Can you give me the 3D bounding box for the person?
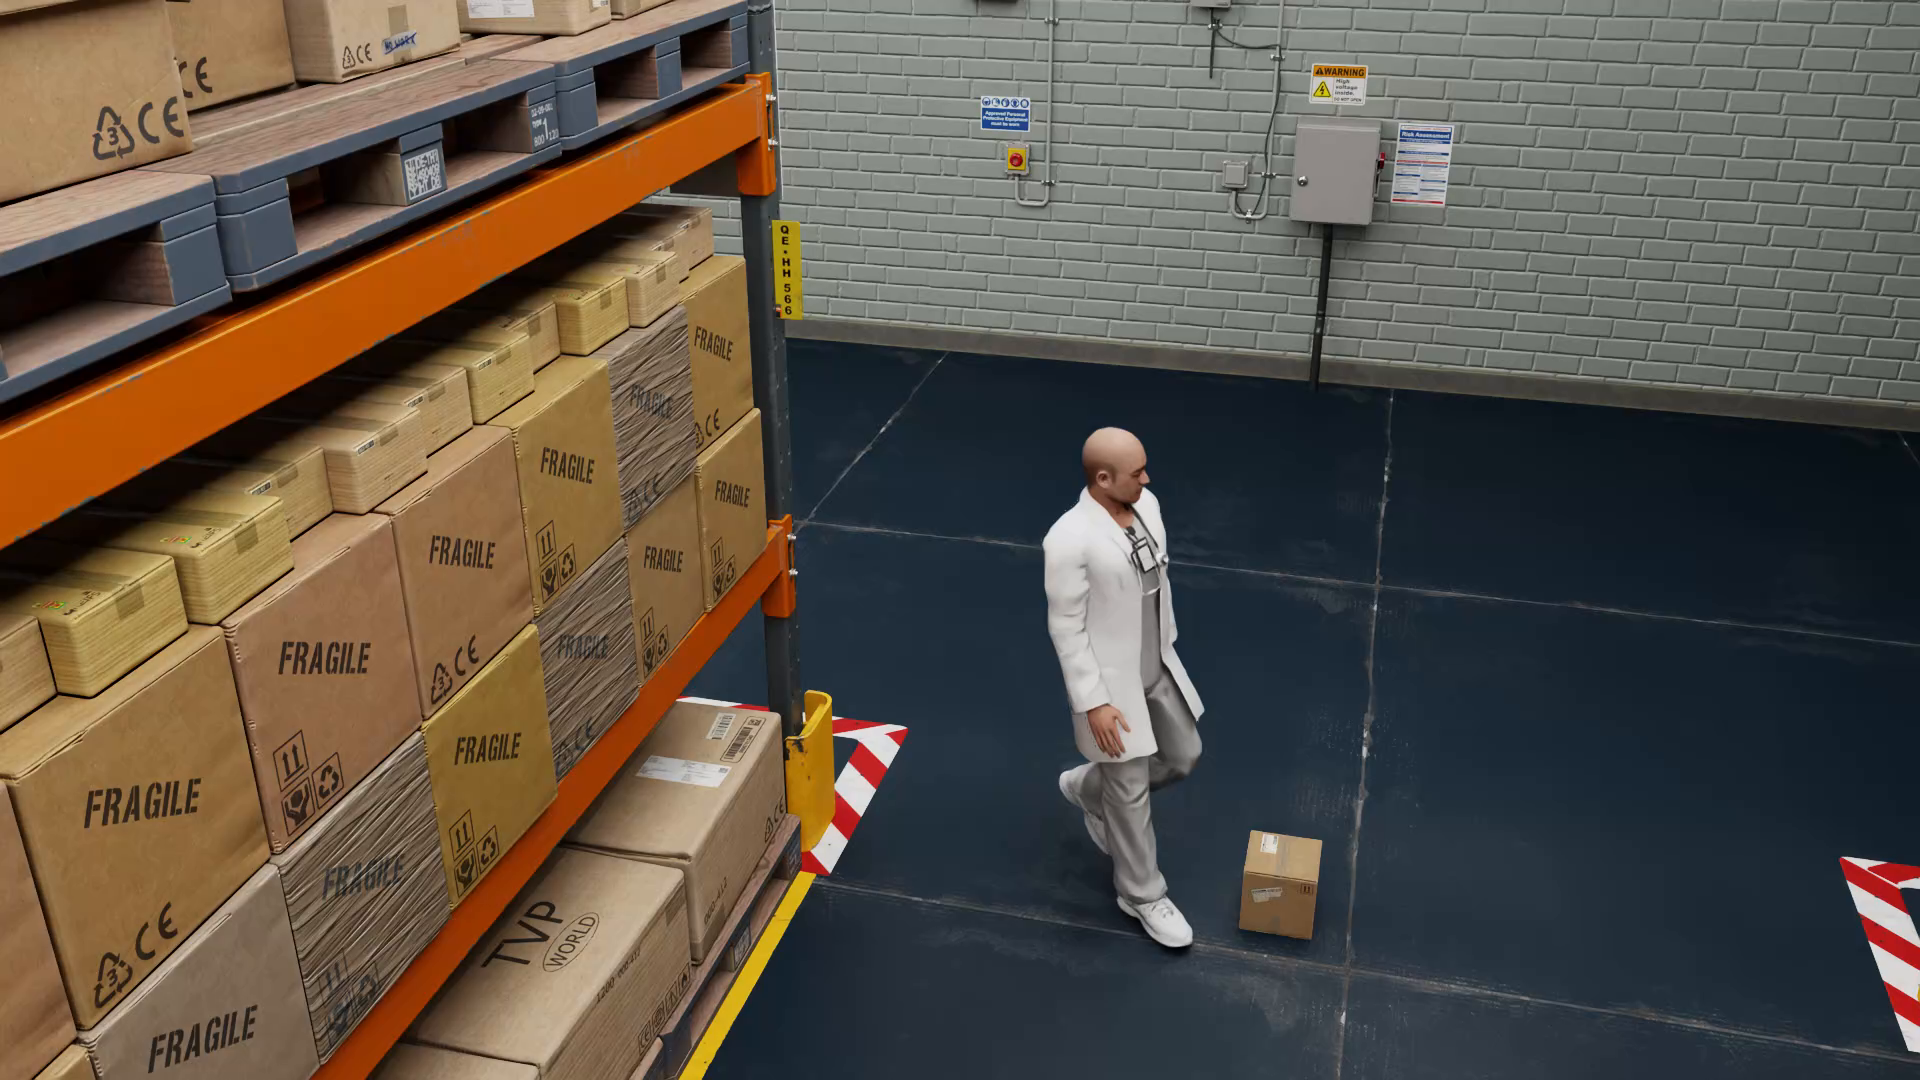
[{"bbox_3d":[0.583,0.470,5.610,0.749,1.760,0.644,21,32,38],"label":"person"}]
